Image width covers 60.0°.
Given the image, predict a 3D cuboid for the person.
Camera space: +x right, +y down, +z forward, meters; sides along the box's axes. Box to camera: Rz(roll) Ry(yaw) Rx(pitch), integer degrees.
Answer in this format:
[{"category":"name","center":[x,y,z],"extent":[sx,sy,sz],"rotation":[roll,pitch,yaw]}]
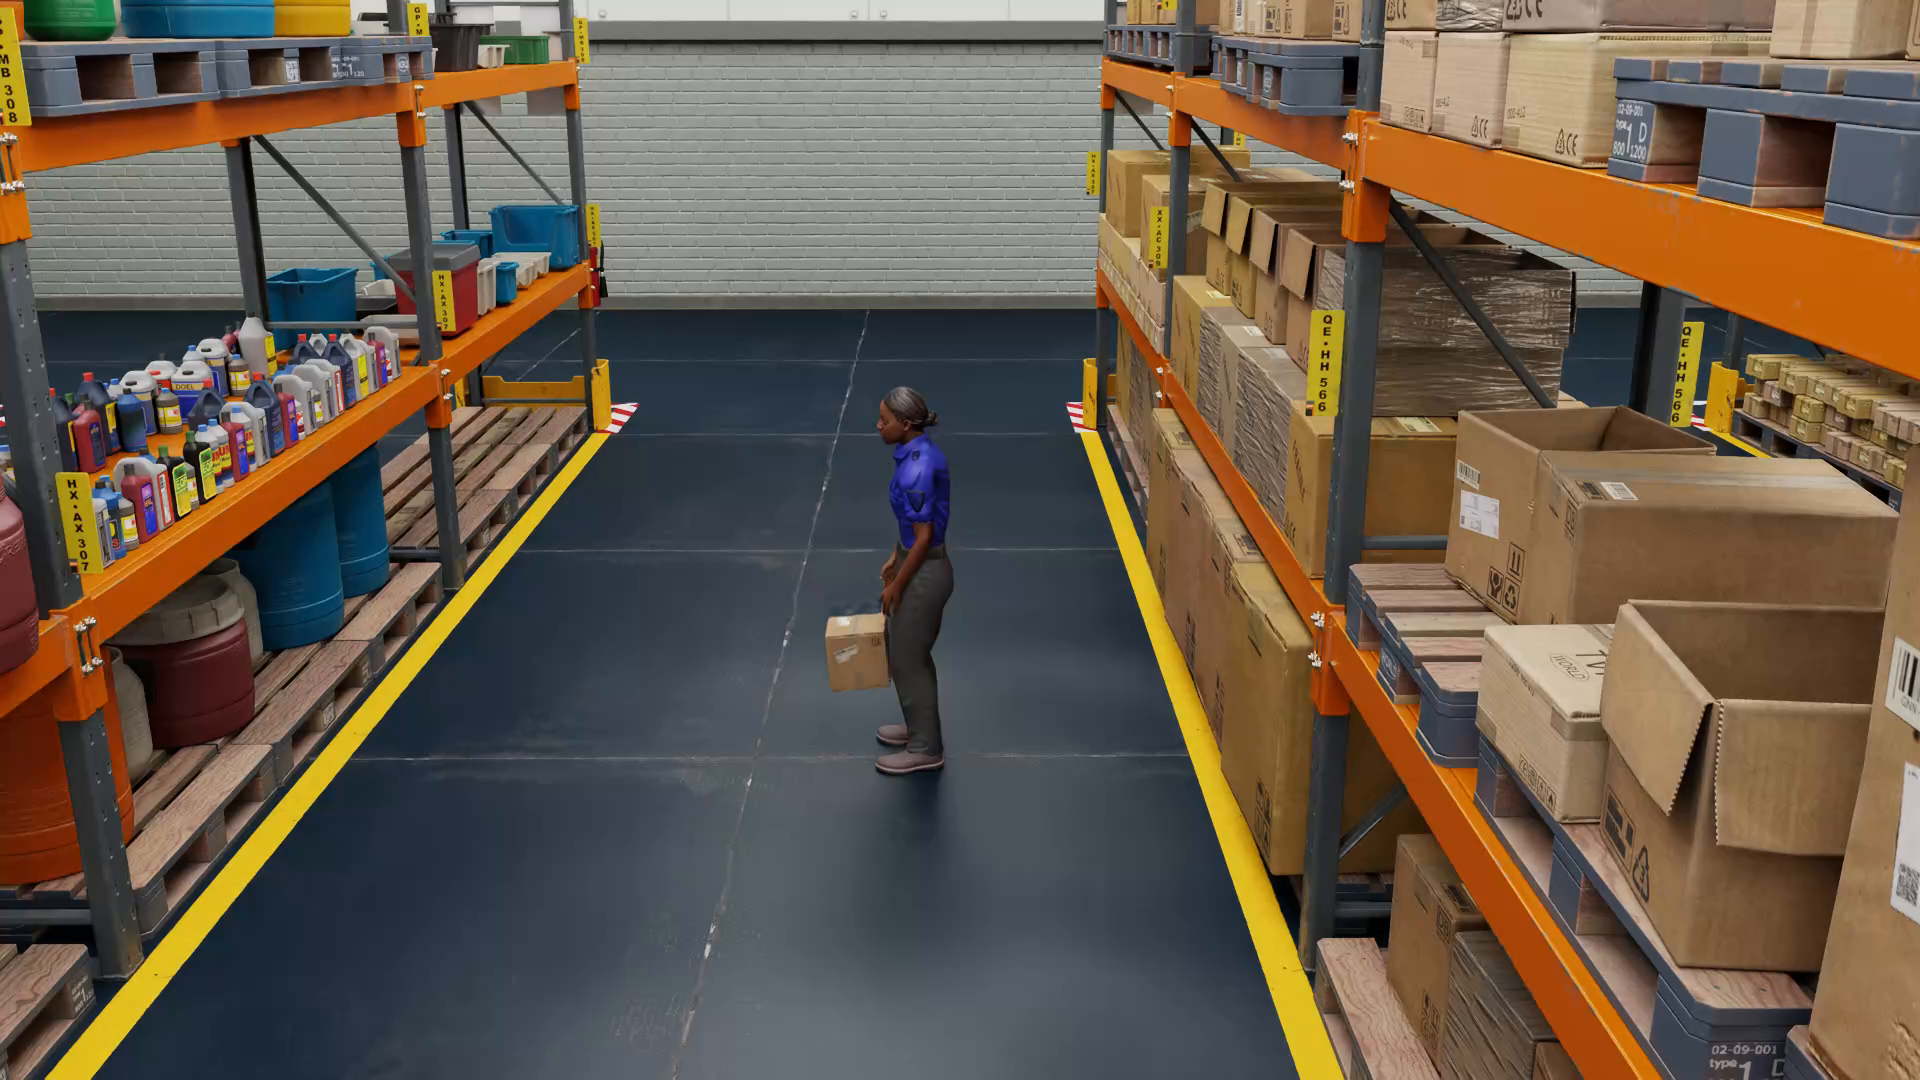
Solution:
[{"category":"person","center":[-0.199,0.157,7.040],"extent":[0.345,1.659,0.494],"rotation":[0,17,-1]}]
